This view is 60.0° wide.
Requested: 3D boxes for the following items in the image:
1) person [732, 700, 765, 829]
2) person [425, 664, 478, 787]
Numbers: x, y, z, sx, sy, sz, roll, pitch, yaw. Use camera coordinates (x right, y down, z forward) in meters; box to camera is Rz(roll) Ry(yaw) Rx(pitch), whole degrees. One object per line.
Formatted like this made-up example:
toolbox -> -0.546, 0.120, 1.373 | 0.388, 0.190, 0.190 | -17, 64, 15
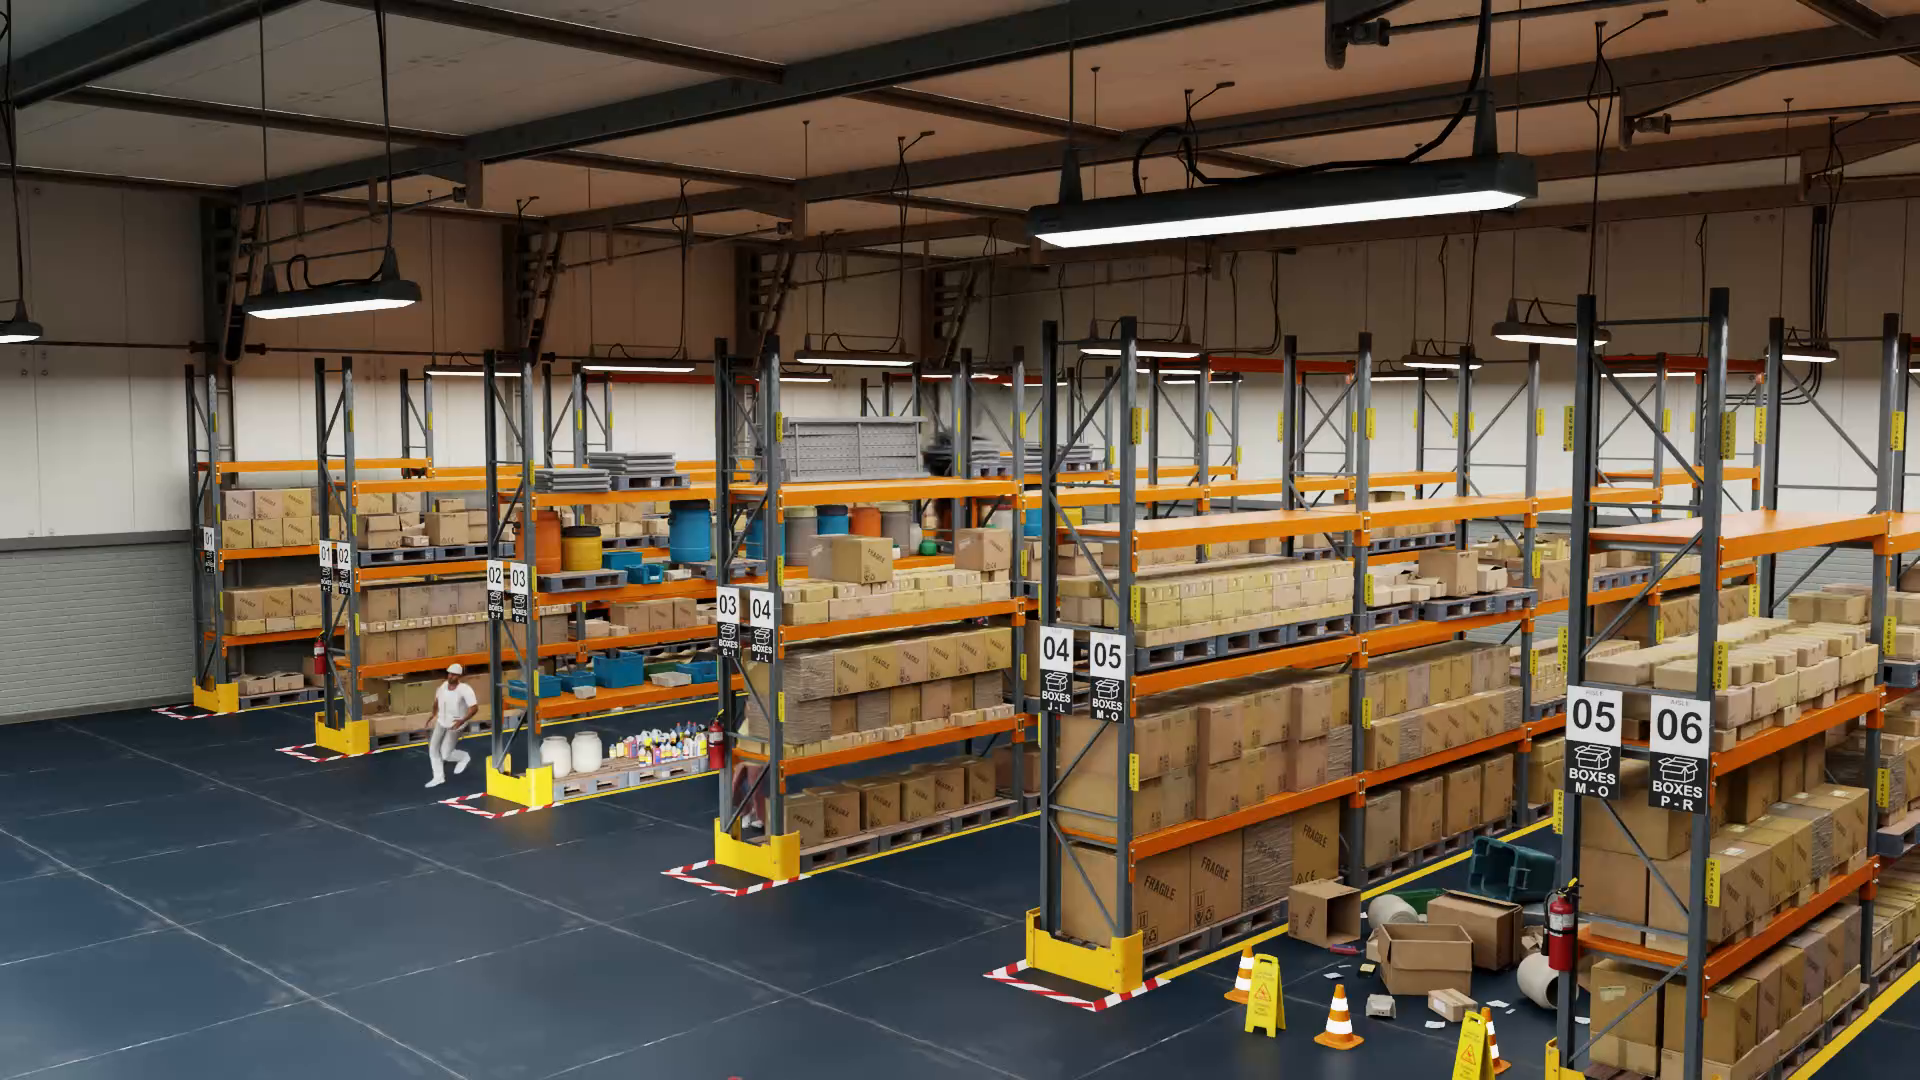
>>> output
person -> -2.594, 2.758, 20.488 | 0.560, 1.639, 0.628 | 3, 6, 38
person -> -7.027, 2.557, 23.106 | 0.744, 1.714, 0.669 | 2, 5, 25
